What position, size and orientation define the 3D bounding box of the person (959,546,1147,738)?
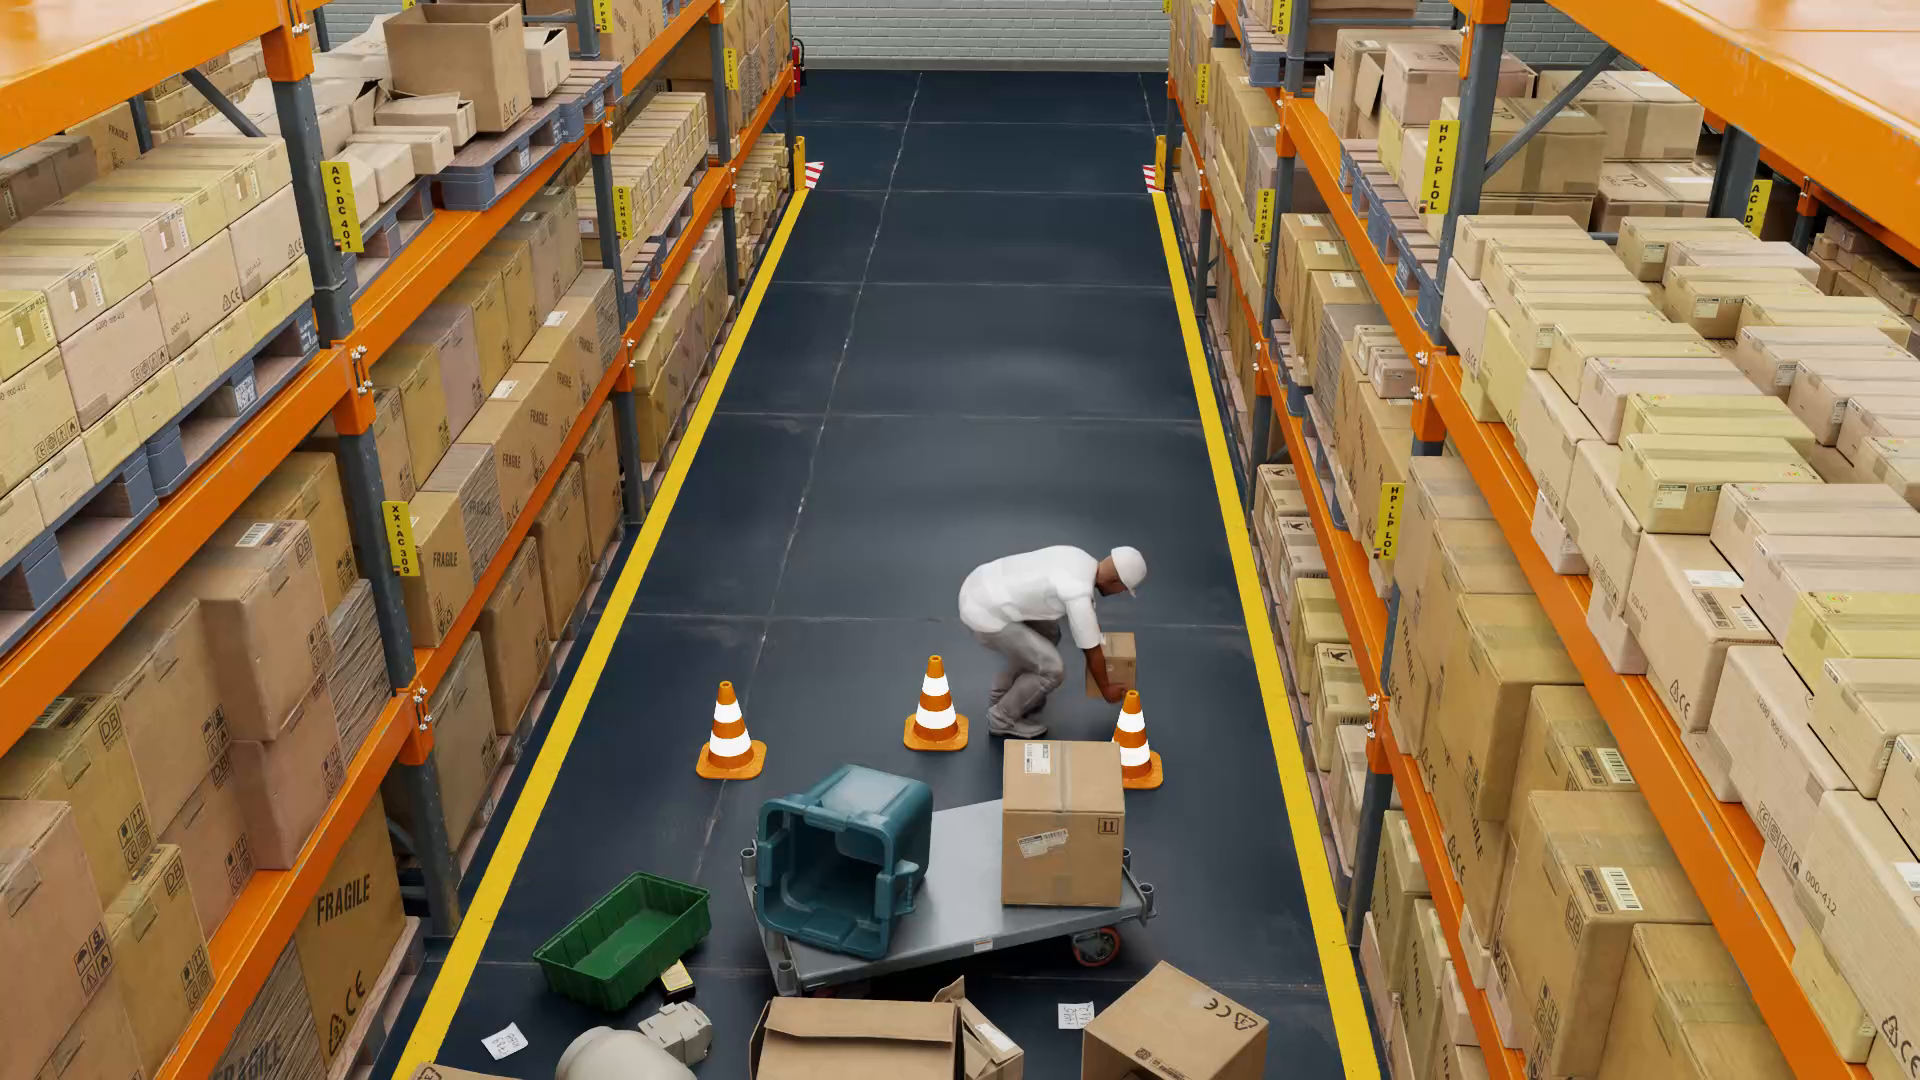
[{"bbox_3d":[0.475,0.498,8.684,0.963,1.022,0.523,0,28,0],"label":"person"}]
